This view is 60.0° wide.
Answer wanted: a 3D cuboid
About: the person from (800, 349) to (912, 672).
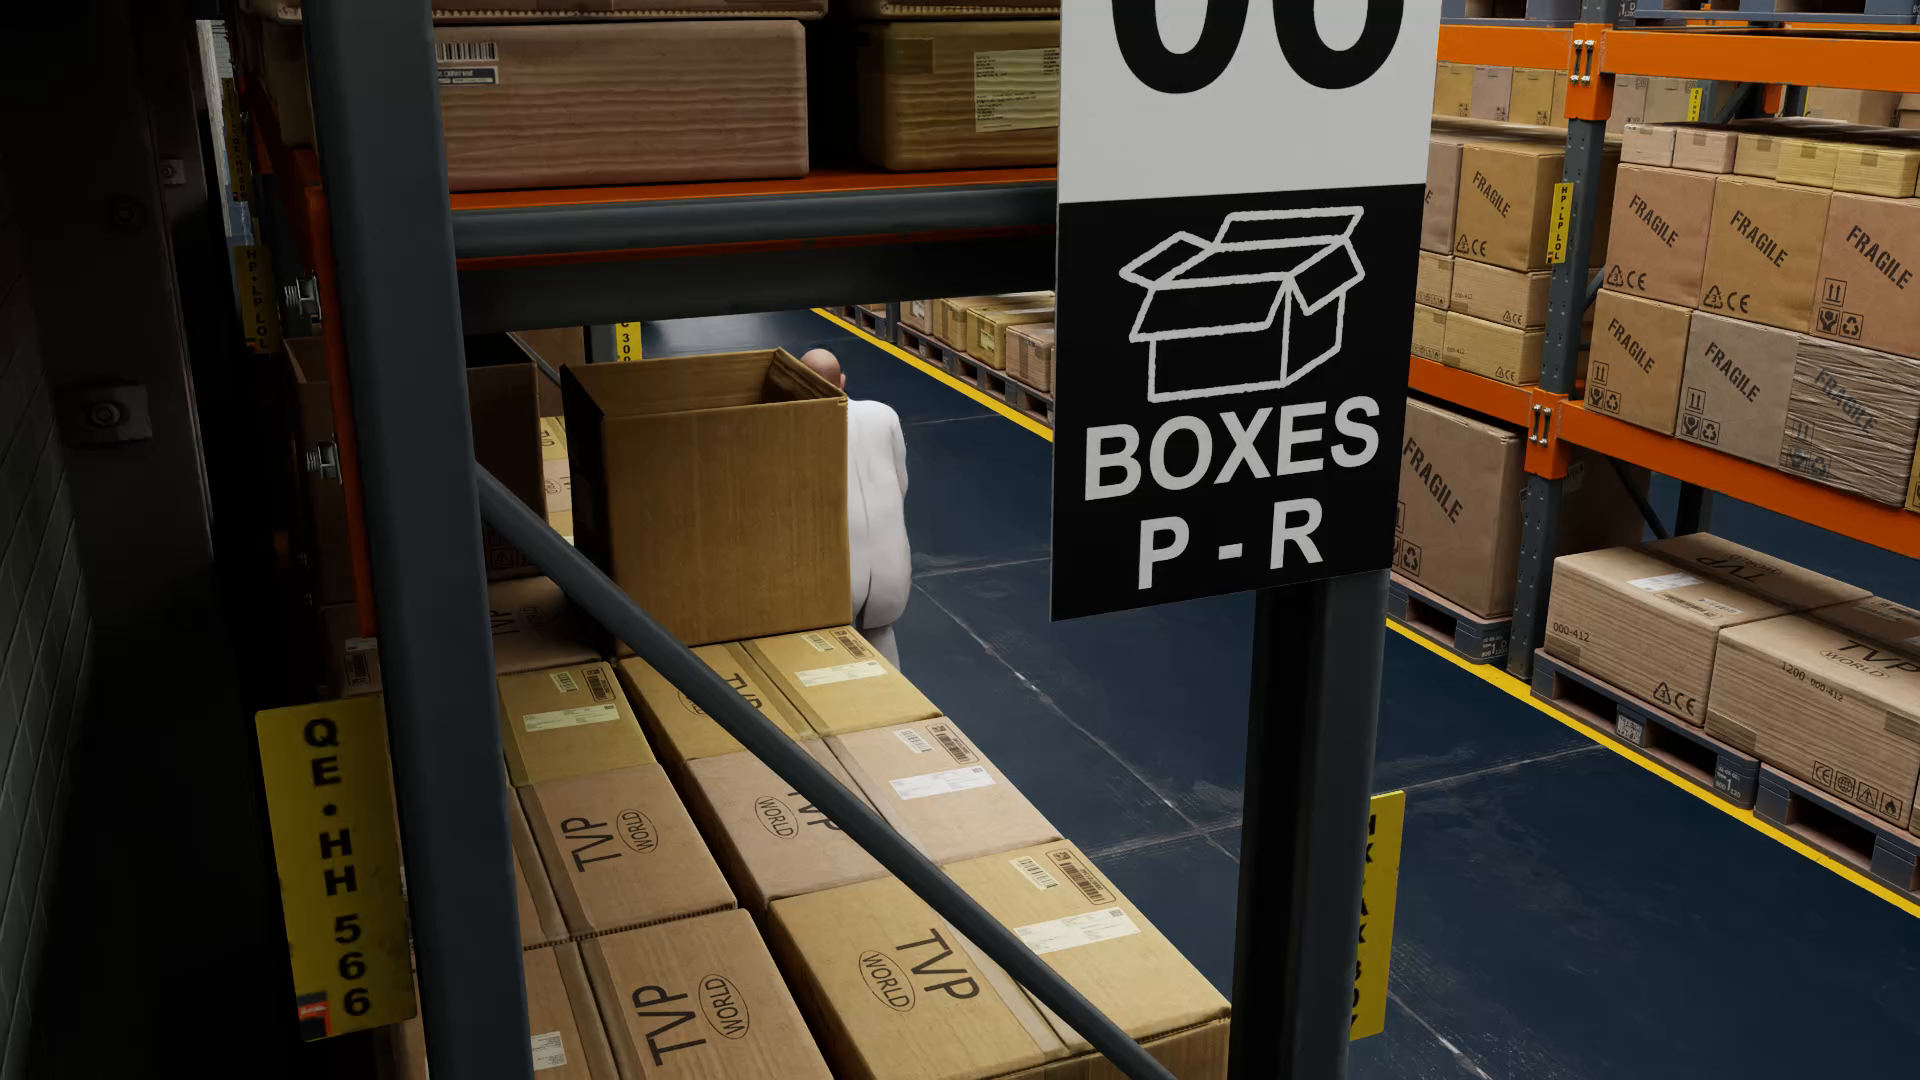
[{"bbox_3d":[-0.479,0.077,6.605,0.617,1.618,0.543,-8,20,-22],"label":"person"}]
